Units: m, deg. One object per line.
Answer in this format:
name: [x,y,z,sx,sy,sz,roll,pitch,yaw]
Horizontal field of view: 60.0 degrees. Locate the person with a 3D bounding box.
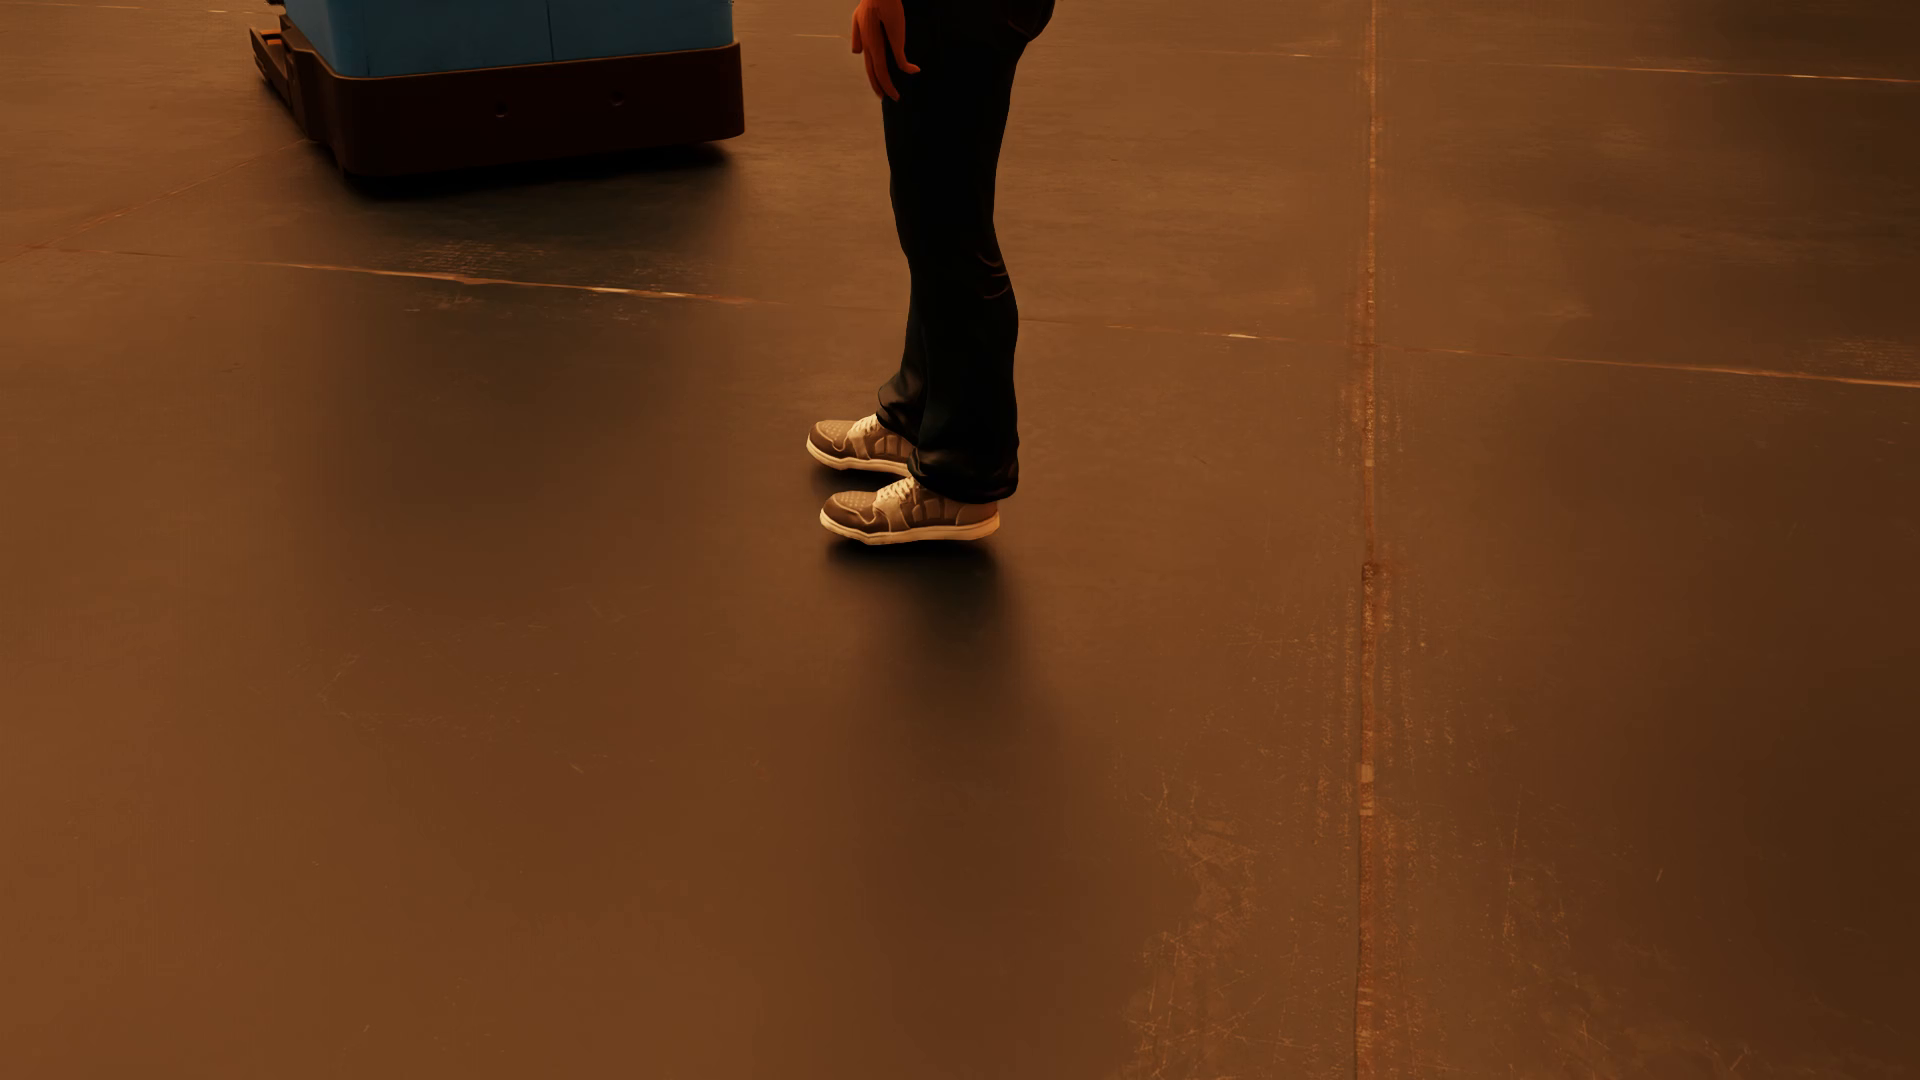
person: [-0.070,-0.734,2.164,0.473,1.599,0.520,6,27,11]

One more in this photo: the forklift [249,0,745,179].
forklift: [-1.705,-2.842,4.880,1.130,2.935,3.031,-13,29,-24]
